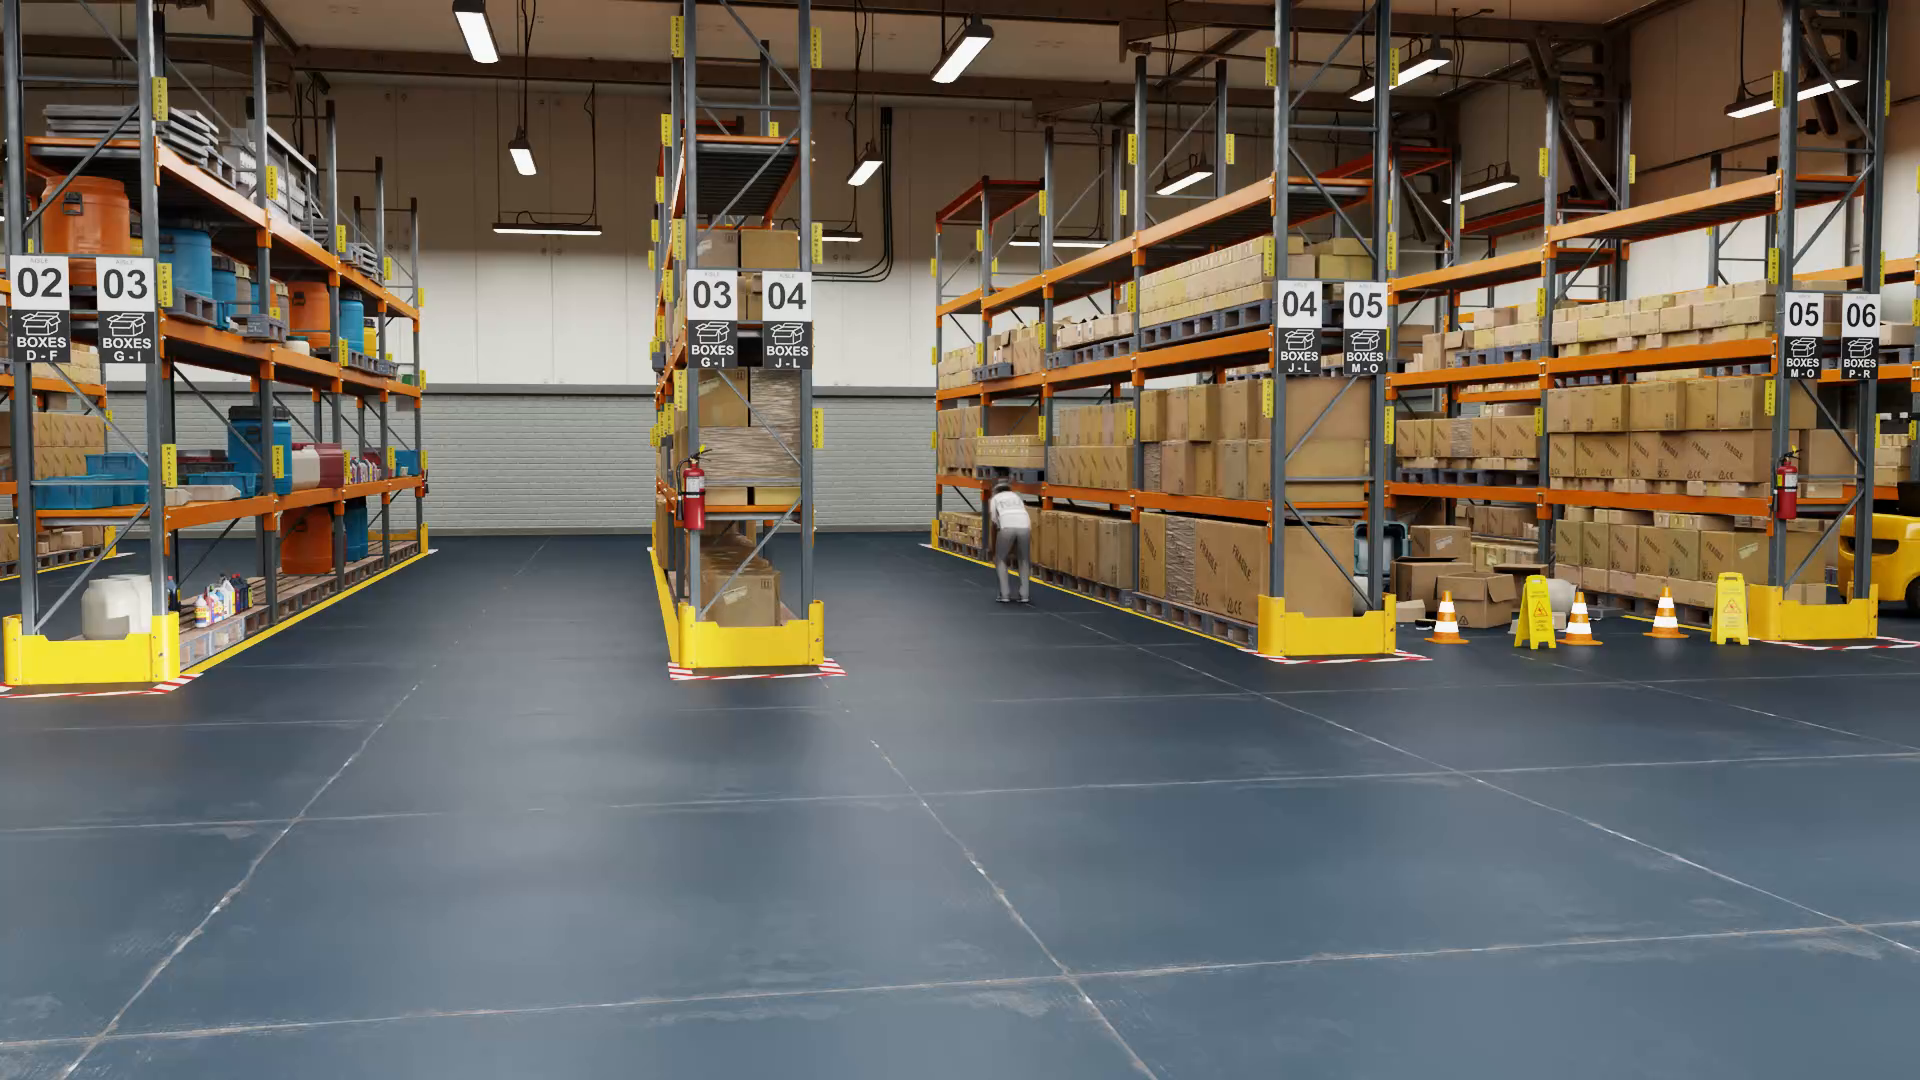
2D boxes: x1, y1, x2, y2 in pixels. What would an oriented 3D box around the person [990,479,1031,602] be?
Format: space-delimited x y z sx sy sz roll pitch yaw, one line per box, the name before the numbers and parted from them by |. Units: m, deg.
person | 0.569 0.007 19.319 0.416 1.420 0.811 -1 3 -13
